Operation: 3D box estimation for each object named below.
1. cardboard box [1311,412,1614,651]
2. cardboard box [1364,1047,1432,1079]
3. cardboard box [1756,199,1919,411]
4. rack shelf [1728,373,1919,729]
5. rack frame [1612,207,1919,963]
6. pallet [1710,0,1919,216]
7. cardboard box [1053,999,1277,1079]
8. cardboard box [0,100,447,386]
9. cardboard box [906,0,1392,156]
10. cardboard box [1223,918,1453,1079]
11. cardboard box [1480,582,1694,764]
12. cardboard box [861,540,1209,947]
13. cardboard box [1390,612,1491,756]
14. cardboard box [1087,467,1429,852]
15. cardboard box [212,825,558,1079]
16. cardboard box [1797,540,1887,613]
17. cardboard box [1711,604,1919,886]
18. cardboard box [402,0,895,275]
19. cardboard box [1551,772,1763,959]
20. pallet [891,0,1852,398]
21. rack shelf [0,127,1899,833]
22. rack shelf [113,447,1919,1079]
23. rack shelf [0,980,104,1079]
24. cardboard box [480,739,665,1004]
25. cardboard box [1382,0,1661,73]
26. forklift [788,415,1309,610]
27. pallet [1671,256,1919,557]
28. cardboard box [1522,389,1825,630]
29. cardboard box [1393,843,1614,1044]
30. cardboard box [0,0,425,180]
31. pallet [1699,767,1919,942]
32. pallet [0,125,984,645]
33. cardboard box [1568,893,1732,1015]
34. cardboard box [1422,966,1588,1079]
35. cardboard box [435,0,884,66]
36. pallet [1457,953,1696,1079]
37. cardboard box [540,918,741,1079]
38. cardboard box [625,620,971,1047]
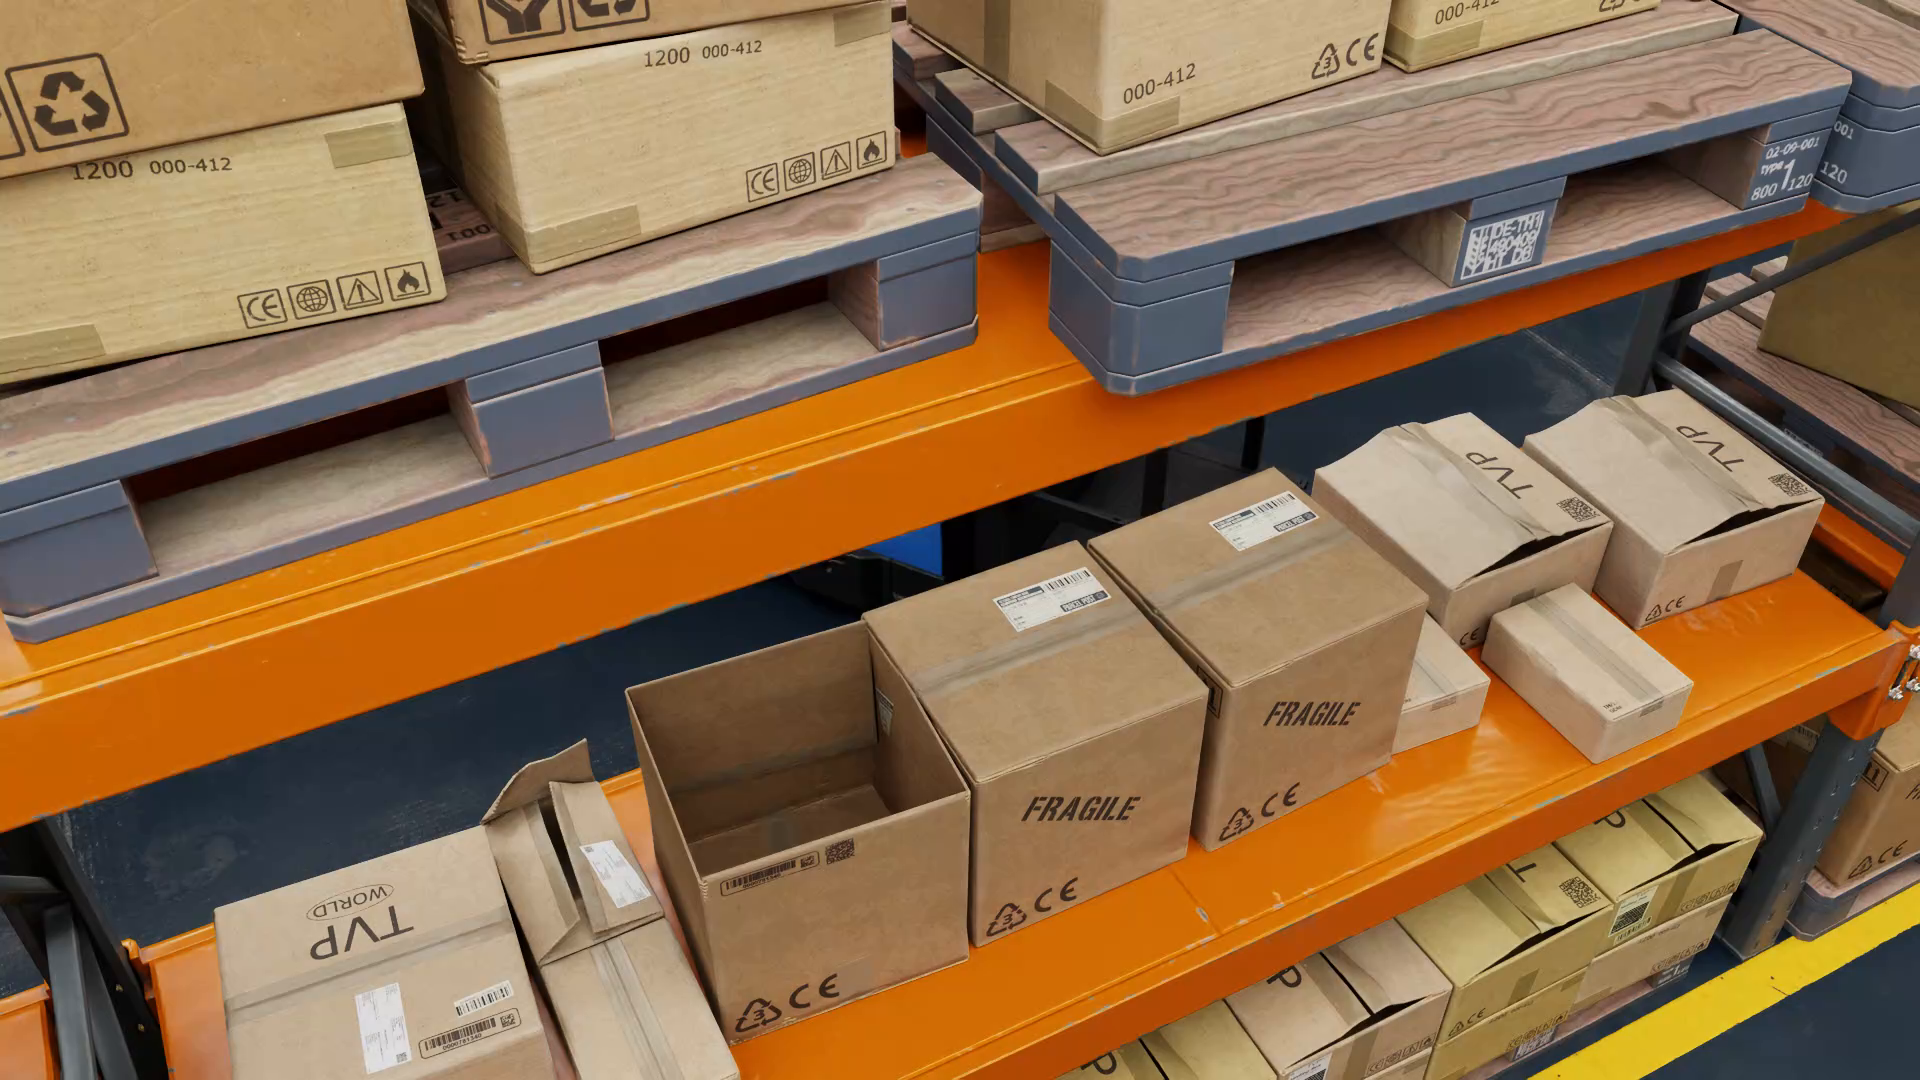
[{"bbox_3d":[1.202,-0.037,4.041,0.500,0.311,0.500,-19,44,-21],"label":"cardboard box"},{"bbox_3d":[0.828,1.263,4.239,0.500,0.250,0.500,-18,43,-20],"label":"cardboard box"},{"bbox_3d":[2.591,-0.678,4.327,0.700,0.500,0.500,31,49,31],"label":"cardboard box"},{"bbox_3d":[3.859,-0.549,5.134,4.000,0.370,1.077,-19,44,-21],"label":"rack shelf"},{"bbox_3d":[2.085,-0.227,4.197,0.127,3.000,1.000,-19,44,-21],"label":"rack frame"},{"bbox_3d":[1.524,-1.046,2.989,1.003,0.211,1.213,-17,43,-19],"label":"pallet"},{"bbox_3d":[0.382,1.202,3.878,0.500,0.311,0.500,-17,43,-19],"label":"cardboard box"},{"bbox_3d":[-0.912,-0.460,1.941,0.500,0.250,0.500,-14,42,-16],"label":"cardboard box"},{"bbox_3d":[0.261,-0.817,2.363,0.500,0.250,0.500,-22,45,-24],"label":"cardboard box"},{"bbox_3d":[0.827,1.053,4.053,0.500,0.311,0.500,-19,44,-21],"label":"cardboard box"},{"bbox_3d":[1.415,0.296,3.774,0.250,0.149,0.380,-19,44,-21],"label":"cardboard box"},{"bbox_3d":[0.137,0.402,3.376,0.500,0.500,0.500,-19,44,-21],"label":"cardboard box"},{"bbox_3d":[0.980,0.282,3.790,0.250,0.149,0.380,-15,43,-18],"label":"cardboard box"},{"bbox_3d":[0.604,0.245,3.562,0.500,0.500,0.500,-21,45,-23],"label":"cardboard box"},{"bbox_3d":[-1.046,0.852,3.038,0.500,0.250,0.500,-16,43,-18],"label":"cardboard box"},{"bbox_3d":[2.806,0.145,5.351,0.500,0.500,0.500,-17,43,-19],"label":"cardboard box"},{"bbox_3d":[2.621,0.587,4.829,0.500,0.500,0.500,-17,43,-19],"label":"cardboard box"},{"bbox_3d":[-0.426,-0.625,2.136,0.500,0.250,0.500,-23,45,-25],"label":"cardboard box"},{"bbox_3d":[1.734,0.746,4.417,0.500,0.311,0.500,-17,43,-20],"label":"cardboard box"},{"bbox_3d":[0.534,-0.711,2.592,1.213,0.211,1.003,-17,43,-19],"label":"pallet"},{"bbox_3d":[0.311,-0.500,2.755,4.000,0.370,1.077,-19,44,-21],"label":"rack shelf"},{"bbox_3d":[0.311,0.644,3.724,4.000,0.370,1.077,-19,44,-21],"label":"rack shelf"},{"bbox_3d":[-3.237,1.838,2.314,4.000,0.370,1.077,-19,44,-21],"label":"rack shelf"},{"bbox_3d":[-0.768,0.650,3.264,0.258,0.266,0.396,-20,44,-22],"label":"cardboard box"},{"bbox_3d":[0.739,-0.976,2.551,0.500,0.250,0.500,-19,44,-21],"label":"cardboard box"},{"bbox_3d":[0.580,-0.911,5.057,3.031,2.935,1.130,19,44,21],"label":"forklift"},{"bbox_3d":[2.654,-0.396,4.545,1.003,0.211,1.213,-19,44,-21],"label":"pallet"},{"bbox_3d":[1.742,-0.110,4.127,0.500,0.311,0.500,-16,43,-18],"label":"cardboard box"},{"bbox_3d":[1.276,0.904,4.229,0.500,0.311,0.500,-19,44,-21],"label":"cardboard box"},{"bbox_3d":[-0.898,-0.729,1.678,0.500,0.500,0.500,-18,43,-20],"label":"cardboard box"},{"bbox_3d":[2.764,0.636,5.335,1.213,0.211,1.003,-19,44,-21],"label":"pallet"},{"bbox_3d":[-0.687,-0.376,2.199,1.217,0.209,0.805,-20,44,-22],"label":"pallet"},{"bbox_3d":[1.731,0.959,4.599,0.500,0.250,0.500,-18,43,-20],"label":"cardboard box"},{"bbox_3d":[1.275,1.115,4.415,0.500,0.250,0.500,-19,44,-21],"label":"cardboard box"},{"bbox_3d":[-0.403,-0.912,1.895,0.500,0.500,0.500,-15,42,-17],"label":"cardboard box"},{"bbox_3d":[1.337,1.061,4.834,1.213,0.211,1.003,-19,44,-21],"label":"pallet"},{"bbox_3d":[-0.583,0.915,3.041,0.250,0.149,0.380,-19,44,-21],"label":"cardboard box"},{"bbox_3d":[-0.307,0.551,3.199,0.500,0.500,0.500,-16,43,-18],"label":"cardboard box"}]
